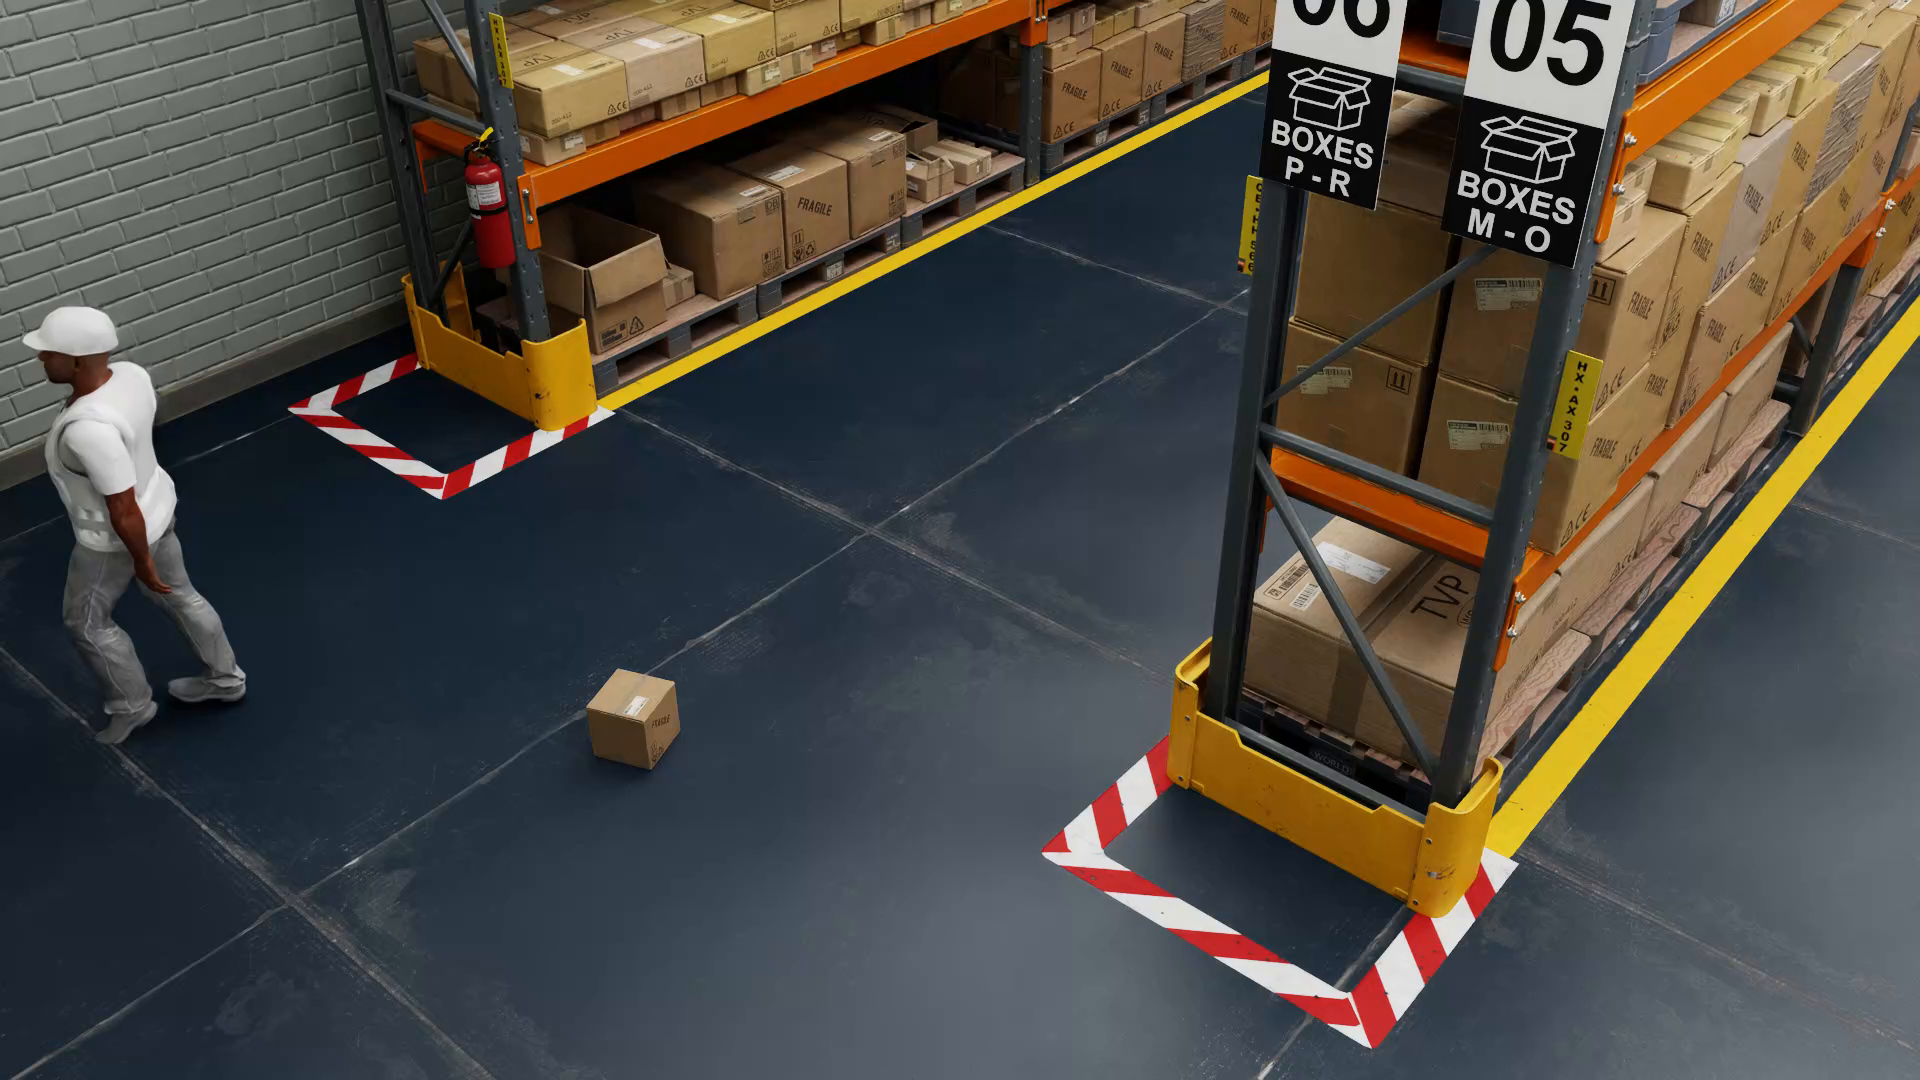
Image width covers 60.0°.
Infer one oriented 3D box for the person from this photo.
[{"bbox_3d":[-3.145,-0.035,6.201,0.580,1.829,0.568,-2,35,-3],"label":"person"}]
